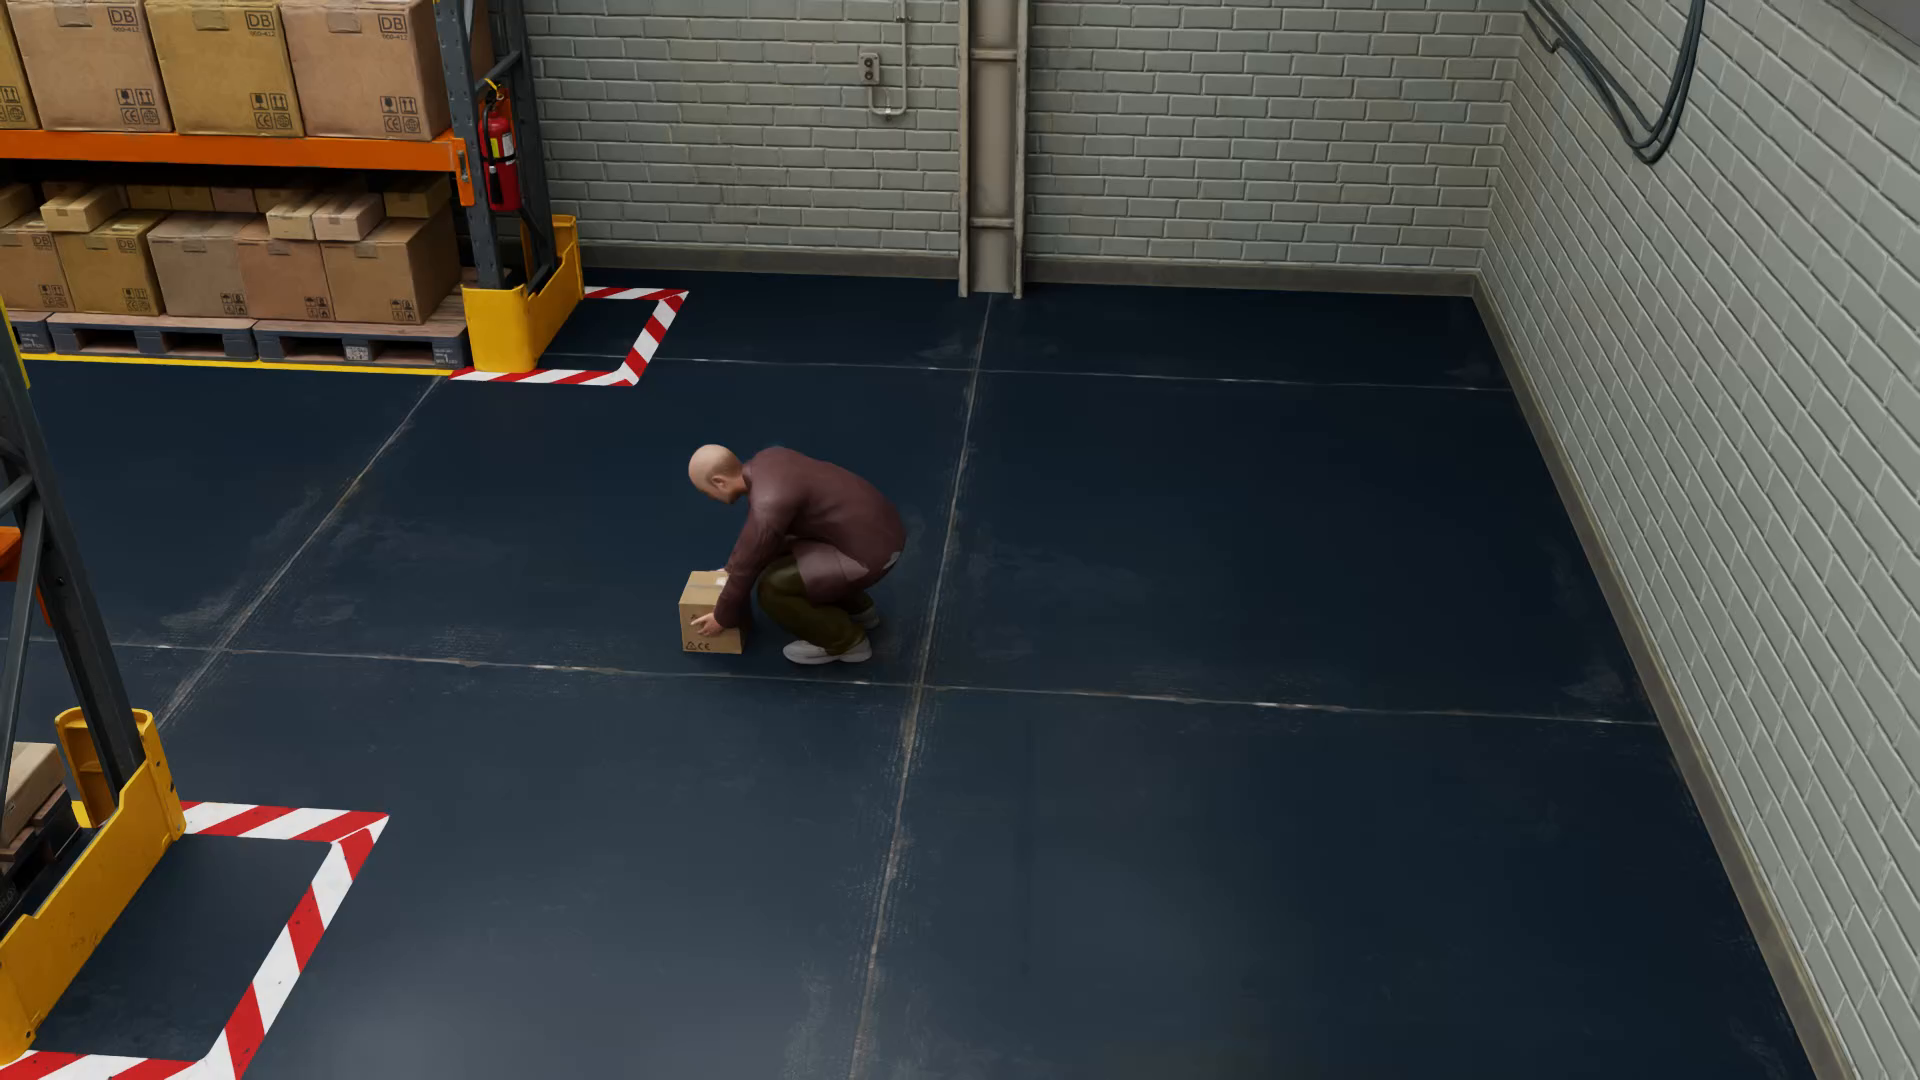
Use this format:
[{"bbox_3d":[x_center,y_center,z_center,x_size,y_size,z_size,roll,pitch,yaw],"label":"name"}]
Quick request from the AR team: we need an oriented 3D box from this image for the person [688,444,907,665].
[{"bbox_3d":[-0.672,0.025,6.887,0.901,0.964,0.611,2,32,4],"label":"person"}]
